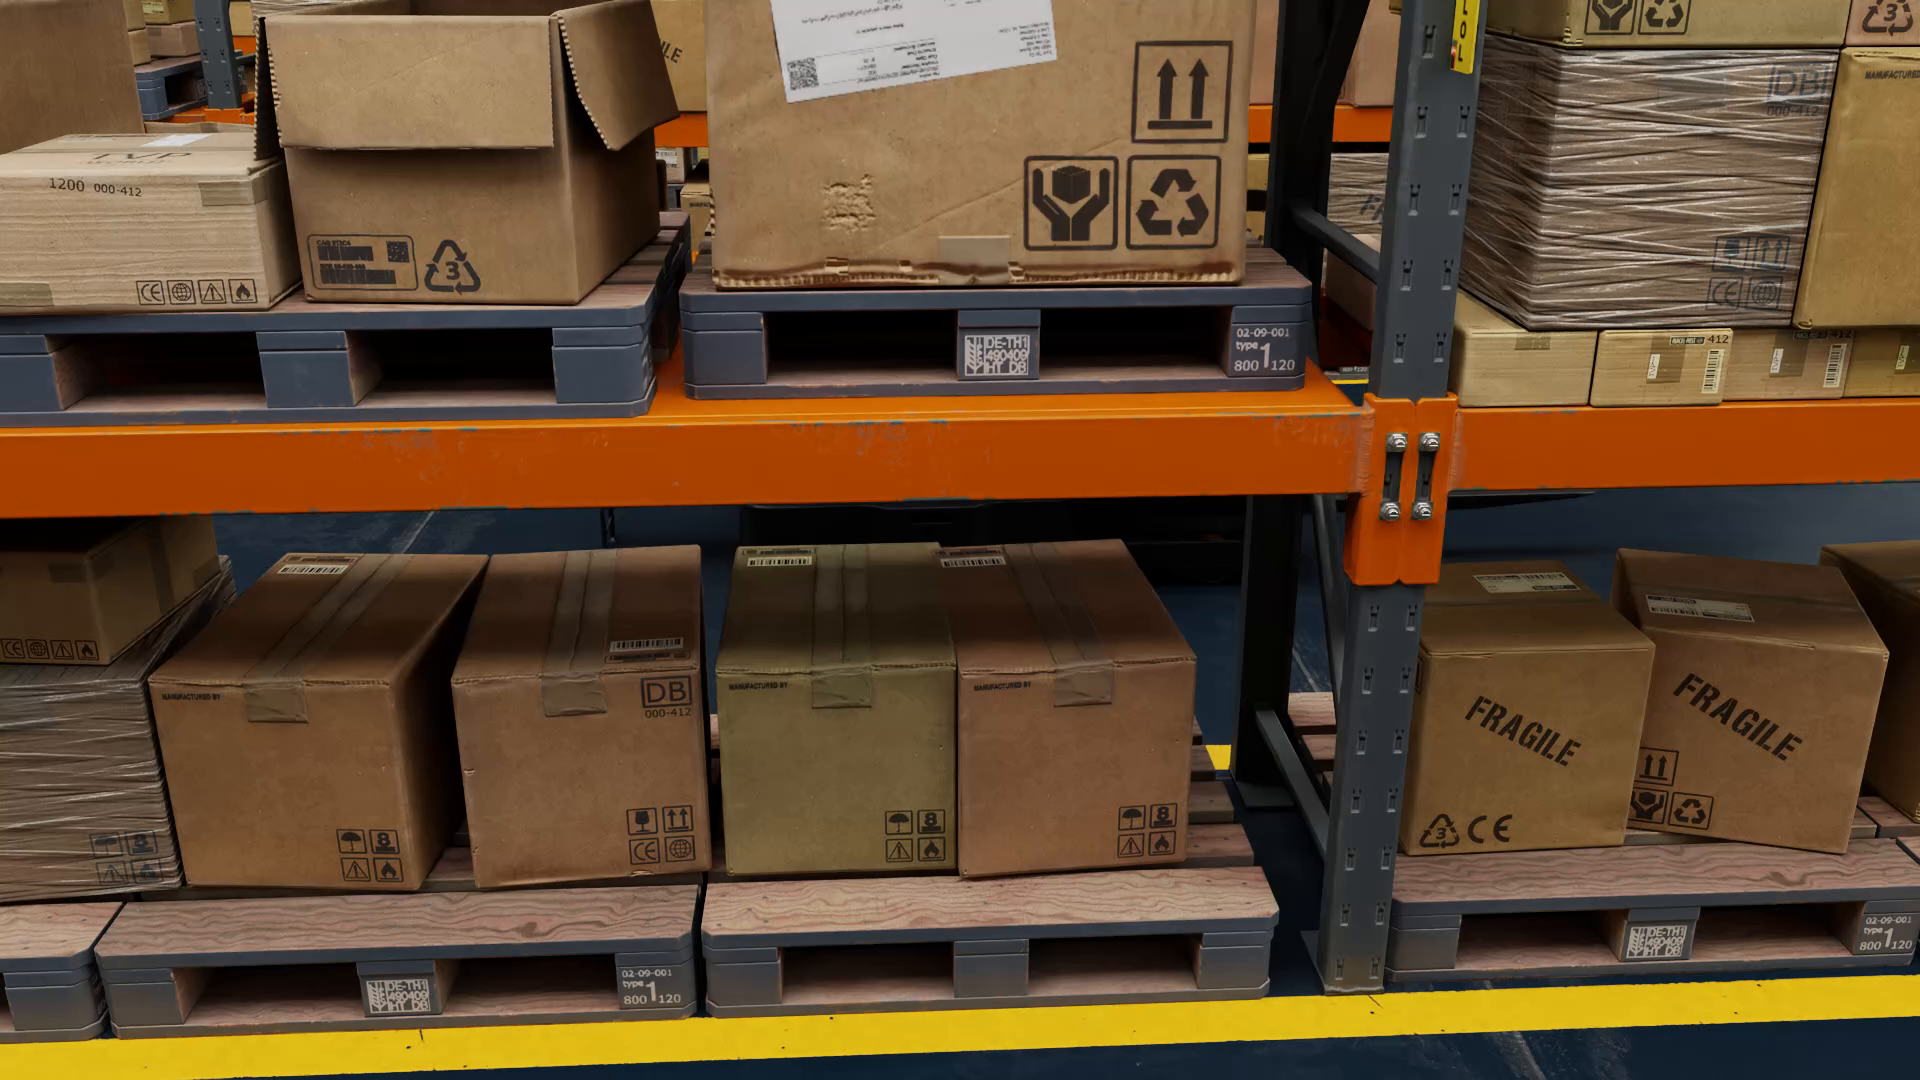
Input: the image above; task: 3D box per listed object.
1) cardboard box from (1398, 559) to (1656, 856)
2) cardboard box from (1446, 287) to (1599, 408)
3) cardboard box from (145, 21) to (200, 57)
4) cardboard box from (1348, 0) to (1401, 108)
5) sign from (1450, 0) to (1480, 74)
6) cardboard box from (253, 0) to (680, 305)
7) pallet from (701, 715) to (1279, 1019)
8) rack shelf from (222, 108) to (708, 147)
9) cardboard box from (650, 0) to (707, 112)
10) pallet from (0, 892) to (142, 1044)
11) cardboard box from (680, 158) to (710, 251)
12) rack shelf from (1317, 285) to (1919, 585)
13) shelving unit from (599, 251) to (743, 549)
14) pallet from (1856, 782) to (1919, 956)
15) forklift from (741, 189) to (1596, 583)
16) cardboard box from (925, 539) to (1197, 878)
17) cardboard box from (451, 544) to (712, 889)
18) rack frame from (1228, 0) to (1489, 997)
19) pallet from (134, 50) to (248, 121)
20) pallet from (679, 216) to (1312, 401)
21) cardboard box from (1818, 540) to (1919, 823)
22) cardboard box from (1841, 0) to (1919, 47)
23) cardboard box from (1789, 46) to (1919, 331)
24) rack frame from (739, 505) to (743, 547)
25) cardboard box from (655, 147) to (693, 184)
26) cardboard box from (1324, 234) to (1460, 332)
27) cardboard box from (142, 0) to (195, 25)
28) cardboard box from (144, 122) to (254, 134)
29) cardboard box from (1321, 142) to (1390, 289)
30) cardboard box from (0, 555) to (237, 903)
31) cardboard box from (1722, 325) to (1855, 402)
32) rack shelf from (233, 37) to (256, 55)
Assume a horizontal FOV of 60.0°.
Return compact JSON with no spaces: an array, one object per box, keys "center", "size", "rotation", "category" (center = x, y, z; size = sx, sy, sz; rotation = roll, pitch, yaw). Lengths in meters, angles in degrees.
[{"center":[1.217,0.374,3.846],"size":[0.500,0.500,0.500],"rotation":[-2,21,-5],"category":"cardboard box"},{"center":[1.048,-0.384,3.268],"size":[0.250,0.149,0.380],"rotation":[-1,21,-3],"category":"cardboard box"},{"center":[-3.818,-2.428,8.047],"size":[0.250,0.149,0.380],"rotation":[-1,21,-4],"category":"cardboard box"},{"center":[2.095,-2.438,8.099],"size":[0.550,0.550,0.875],"rotation":[-1,21,-3],"category":"cardboard box"},{"center":[0.851,-0.948,2.769],"size":[0.005,0.325,0.100],"rotation":[-1,21,-3],"category":"sign"},{"center":[-0.910,-0.781,3.221],"size":[0.637,0.503,0.797],"rotation":[1,21,2],"category":"cardboard box"},{"center":[0.038,0.715,3.946],"size":[1.213,0.211,1.003],"rotation":[-1,21,-3],"category":"pallet"},{"center":[-1.363,-1.991,8.147],"size":[4.000,0.370,1.077],"rotation":[-1,21,-3],"category":"rack shelf"},{"center":[-1.388,-2.278,7.747],"size":[0.500,0.500,0.500],"rotation":[-1,21,-4],"category":"cardboard box"},{"center":[-2.398,0.765,3.815],"size":[1.213,0.211,1.003],"rotation":[-1,21,-3],"category":"pallet"},{"center":[-0.944,-1.450,8.286],"size":[0.750,0.750,1.050],"rotation":[-1,21,-3],"category":"cardboard box"},{"center":[2.812,-0.309,3.727],"size":[4.000,0.370,1.077],"rotation":[-1,21,-3],"category":"rack shelf"},{"center":[-1.026,-0.532,5.833],"size":[0.503,1.200,0.258],"rotation":[-2,21,-4],"category":"shelving unit"},{"center":[2.705,0.647,4.125],"size":[1.213,0.211,1.003],"rotation":[-1,21,-3],"category":"pallet"},{"center":[0.738,-1.408,5.700],"size":[3.031,2.935,1.130],"rotation":[-2,21,-4],"category":"forklift"},{"center":[0.201,0.363,3.846],"size":[0.500,0.500,0.700],"rotation":[-3,21,-7],"category":"cardboard box"},{"center":[-0.834,0.378,3.808],"size":[0.500,0.500,0.700],"rotation":[-3,21,-8],"category":"cardboard box"},{"center":[0.816,-0.604,3.492],"size":[0.127,3.000,1.000],"rotation":[-1,21,-3],"category":"rack frame"},{"center":[-4.065,-2.145,7.809],"size":[1.003,0.211,1.213],"rotation":[-1,21,-3],"category":"pallet"},{"center":[0.044,-0.551,3.621],"size":[1.213,0.211,1.003],"rotation":[-1,21,-3],"category":"pallet"},{"center":[2.404,0.319,3.990],"size":[0.500,0.500,0.500],"rotation":[-3,21,-8],"category":"cardboard box"},{"center":[1.779,-1.187,3.059],"size":[0.500,0.500,0.500],"rotation":[-1,21,-3],"category":"cardboard box"},{"center":[1.770,-0.775,3.382],"size":[0.500,0.500,0.875],"rotation":[-1,21,-3],"category":"cardboard box"},{"center":[-0.783,-0.539,5.850],"size":[0.015,1.200,0.240],"rotation":[-2,21,-4],"category":"rack frame"},{"center":[-2.443,-3.037,12.986],"size":[0.625,0.372,0.950],"rotation":[-2,21,-4],"category":"cardboard box"},{"center":[1.014,-0.596,3.823],"size":[0.250,0.149,0.380],"rotation":[-1,21,-3],"category":"cardboard box"},{"center":[-3.854,-2.566,7.991],"size":[0.250,0.149,0.380],"rotation":[0,21,-1],"category":"cardboard box"},{"center":[-1.528,-0.786,3.569],"size":[0.258,0.266,0.396],"rotation":[-2,21,-5],"category":"cardboard box"},{"center":[2.165,-1.579,8.449],"size":[0.875,0.875,0.875],"rotation":[-1,21,-3],"category":"cardboard box"},{"center":[-1.957,0.403,3.741],"size":[0.500,0.500,0.700],"rotation":[-3,21,-8],"category":"cardboard box"},{"center":[1.546,-0.400,3.308],"size":[0.250,0.149,0.380],"rotation":[-1,21,-3],"category":"cardboard box"},{"center":[-5.740,-3.666,12.547],"size":[4.000,0.370,1.077],"rotation":[-1,21,-3],"category":"rack shelf"}]
